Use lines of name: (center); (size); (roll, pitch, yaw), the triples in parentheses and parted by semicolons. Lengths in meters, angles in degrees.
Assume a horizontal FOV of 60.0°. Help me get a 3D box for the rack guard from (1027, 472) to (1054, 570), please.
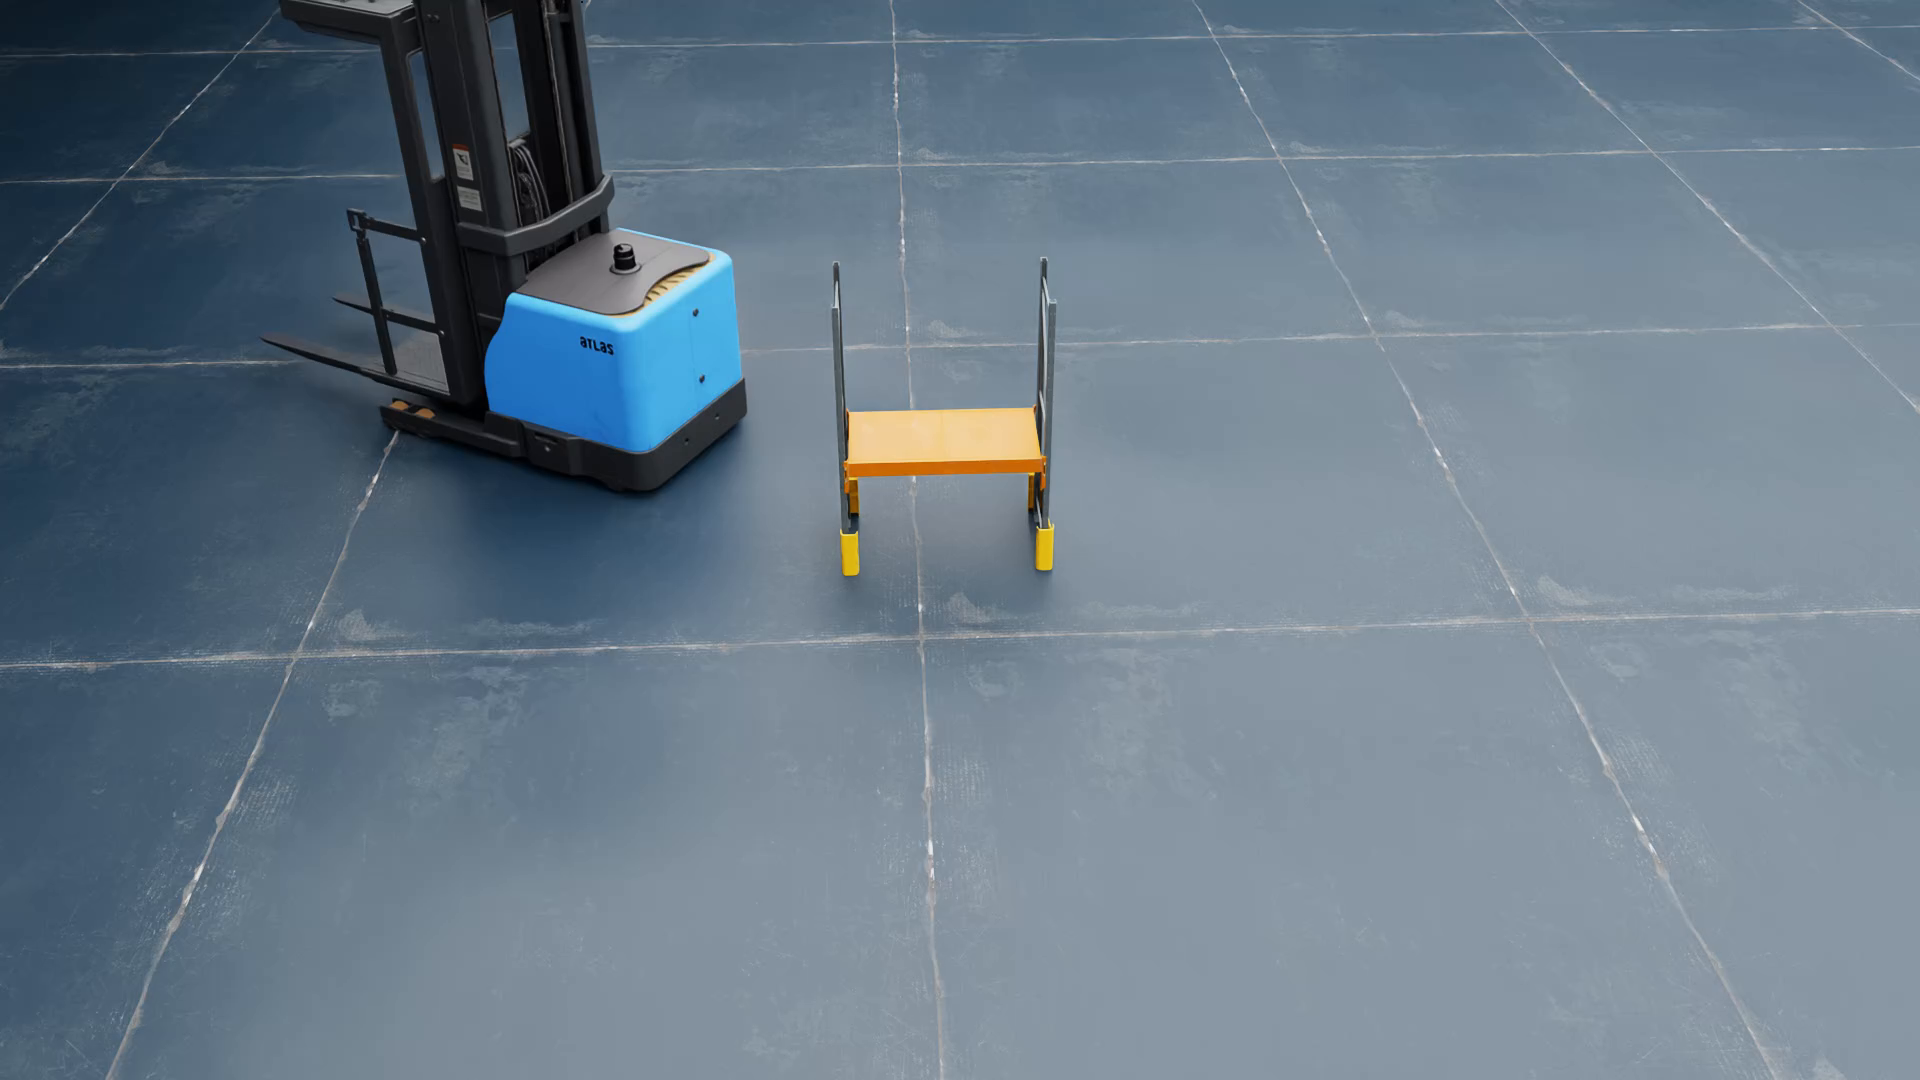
rack guard: (0.421, -0.114, 8.732); (0.087, 0.250, 0.587); (-2, 35, -2)

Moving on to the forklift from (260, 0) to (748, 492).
forklift: (-2.797, -2.047, 9.169); (3.031, 2.935, 1.130); (16, 38, 22)

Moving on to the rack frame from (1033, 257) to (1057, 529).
rack frame: (0.423, -0.628, 8.376); (0.032, 1.500, 0.500); (-2, 35, -2)

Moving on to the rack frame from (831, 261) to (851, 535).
rack frame: (-0.593, -0.601, 8.336); (0.032, 1.500, 0.500); (-2, 35, -2)

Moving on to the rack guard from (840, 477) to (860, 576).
rack guard: (-0.574, -0.087, 8.693); (0.087, 0.250, 0.587); (-2, 35, -2)

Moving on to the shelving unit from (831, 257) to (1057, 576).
shelving unit: (-0.076, -0.615, 8.356); (1.083, 1.500, 0.587); (-2, 35, -2)

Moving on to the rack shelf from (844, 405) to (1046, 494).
rack shelf: (-0.085, -0.467, 8.458); (1.000, 0.185, 0.538); (-2, 35, -2)
